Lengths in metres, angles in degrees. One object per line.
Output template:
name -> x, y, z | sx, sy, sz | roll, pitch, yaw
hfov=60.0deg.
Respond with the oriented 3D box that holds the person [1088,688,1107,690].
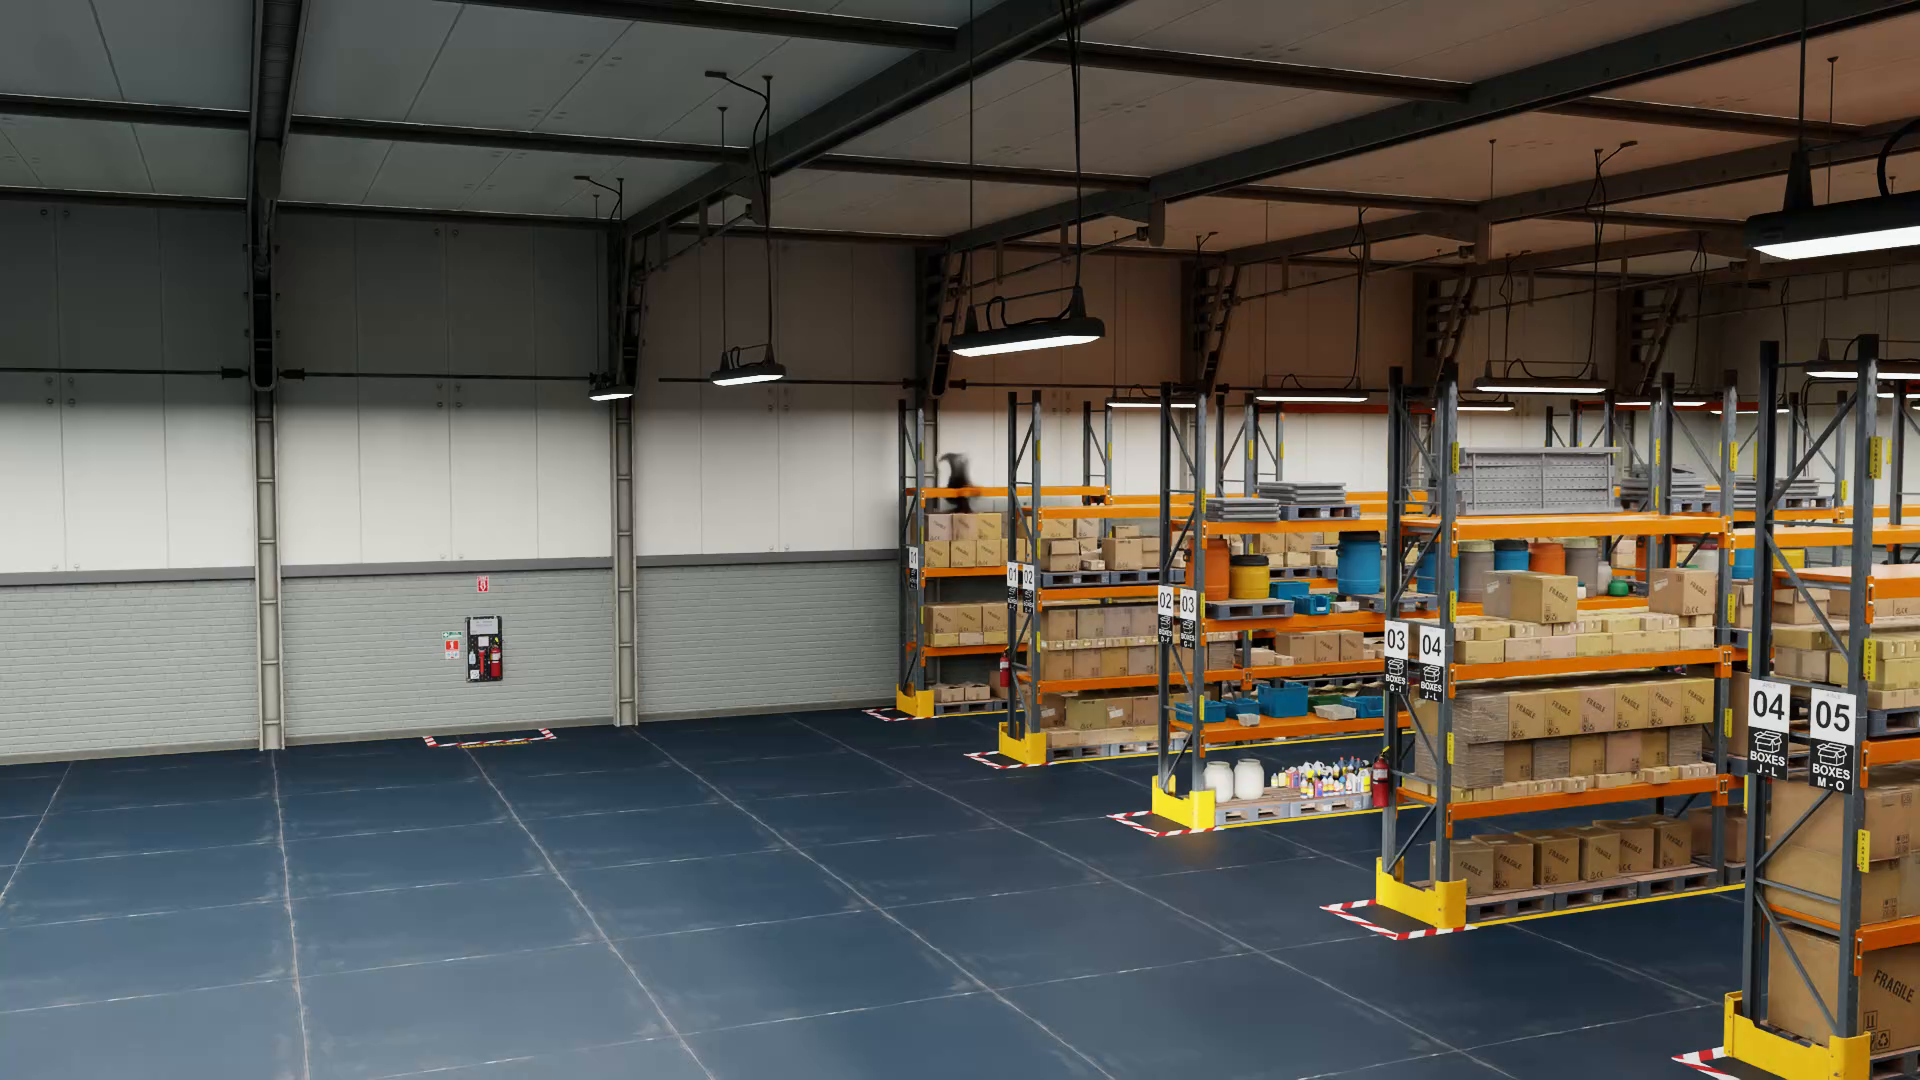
person -> 2.470, 2.570, 29.672 | 0.667, 1.724, 0.699 | -1, 4, -20
